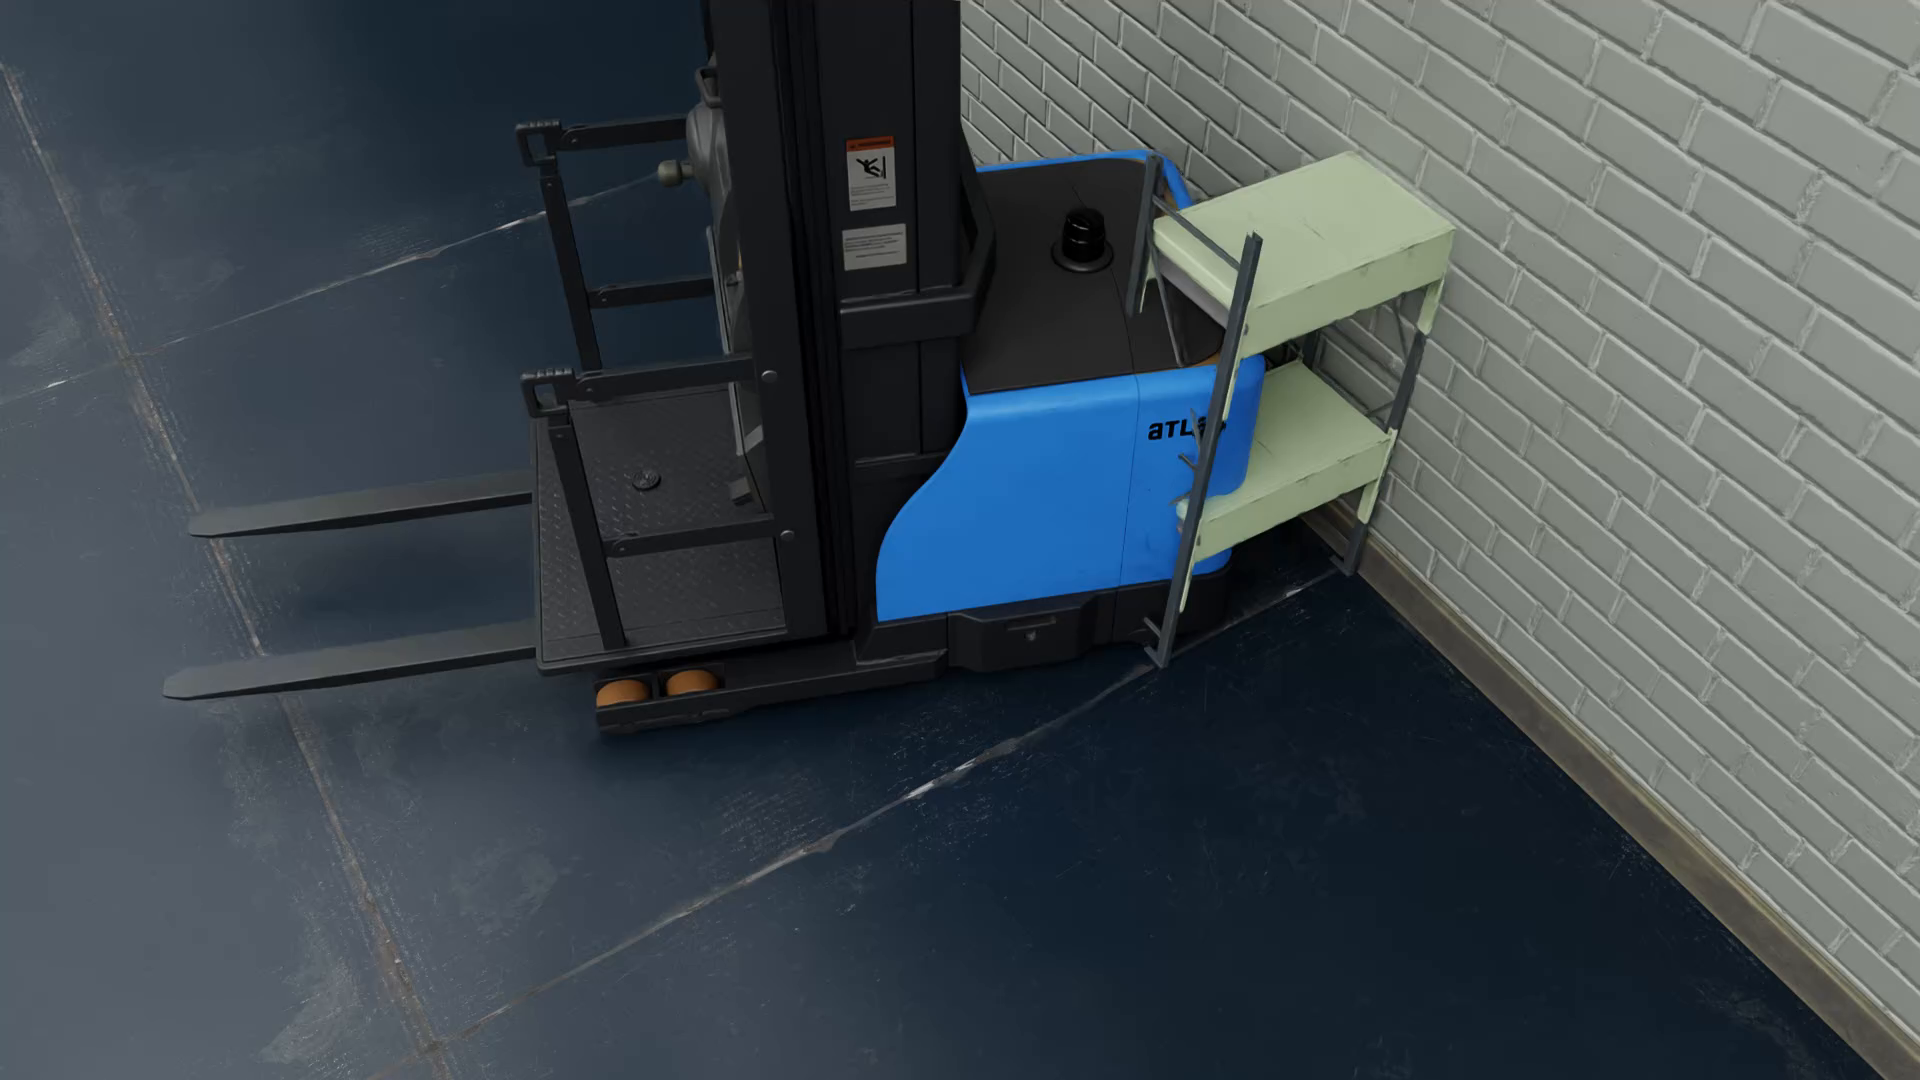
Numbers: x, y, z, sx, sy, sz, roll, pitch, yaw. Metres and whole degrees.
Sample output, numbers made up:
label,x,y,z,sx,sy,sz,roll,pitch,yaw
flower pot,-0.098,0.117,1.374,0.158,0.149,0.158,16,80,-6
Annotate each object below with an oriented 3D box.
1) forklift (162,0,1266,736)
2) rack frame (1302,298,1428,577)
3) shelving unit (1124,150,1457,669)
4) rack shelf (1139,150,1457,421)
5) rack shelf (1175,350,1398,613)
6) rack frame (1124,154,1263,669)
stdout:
label,x,y,z,sx,sy,sz,roll,pitch,yaw
forklift,-0.769,-0.852,4.046,3.031,2.935,1.130,-8,49,-7
rack frame,1.139,-0.538,4.713,0.023,1.500,0.400,-23,52,-25
shelving unit,0.833,-0.407,4.561,0.755,1.500,0.431,-23,52,-25
rack shelf,0.855,-0.680,4.283,0.720,0.370,0.431,-23,52,-25
rack shelf,0.815,-0.179,4.793,0.720,0.370,0.431,-23,52,-25
rack frame,0.527,-0.276,4.408,0.023,1.500,0.400,-23,52,-25
